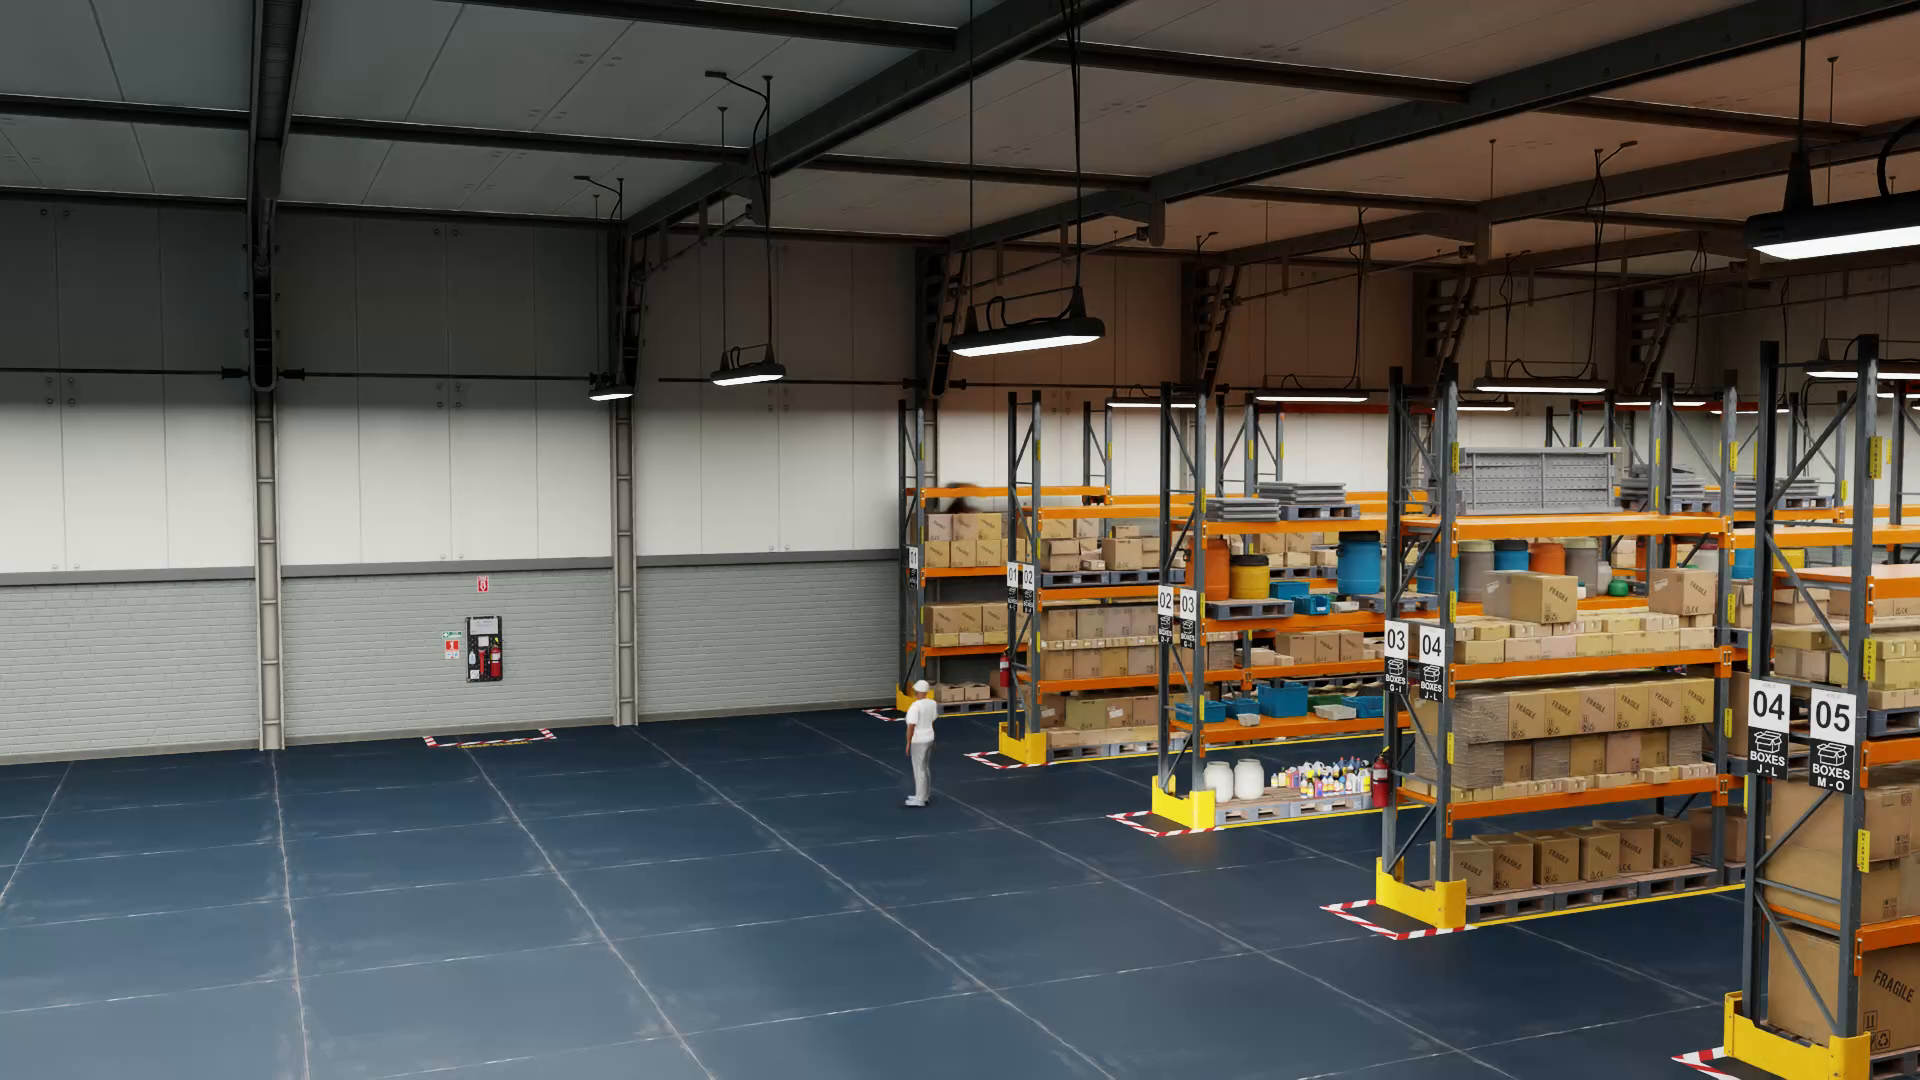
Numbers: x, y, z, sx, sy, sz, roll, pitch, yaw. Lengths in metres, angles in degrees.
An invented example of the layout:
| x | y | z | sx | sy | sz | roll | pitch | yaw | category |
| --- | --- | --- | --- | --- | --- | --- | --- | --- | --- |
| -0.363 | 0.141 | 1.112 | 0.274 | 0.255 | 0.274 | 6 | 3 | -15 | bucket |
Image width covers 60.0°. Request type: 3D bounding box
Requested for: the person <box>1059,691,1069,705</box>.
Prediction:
| x | y | z | sx | sy | sz | roll | pitch | yaw | category |
| --- | --- | --- | --- | --- | --- | --- | --- | --- | --- |
| 1.889 | 2.620 | 30.358 | 0.654 | 1.537 | 0.565 | 0 | 3 | -7 | person |

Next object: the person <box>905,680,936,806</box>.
| x | y | z | sx | sy | sz | roll | pitch | yaw | category |
| --- | --- | --- | --- | --- | --- | --- | --- | --- | --- |
| -0.587 | 2.876 | 23.739 | 0.434 | 1.769 | 0.629 | 1 | 4 | 20 | person |
